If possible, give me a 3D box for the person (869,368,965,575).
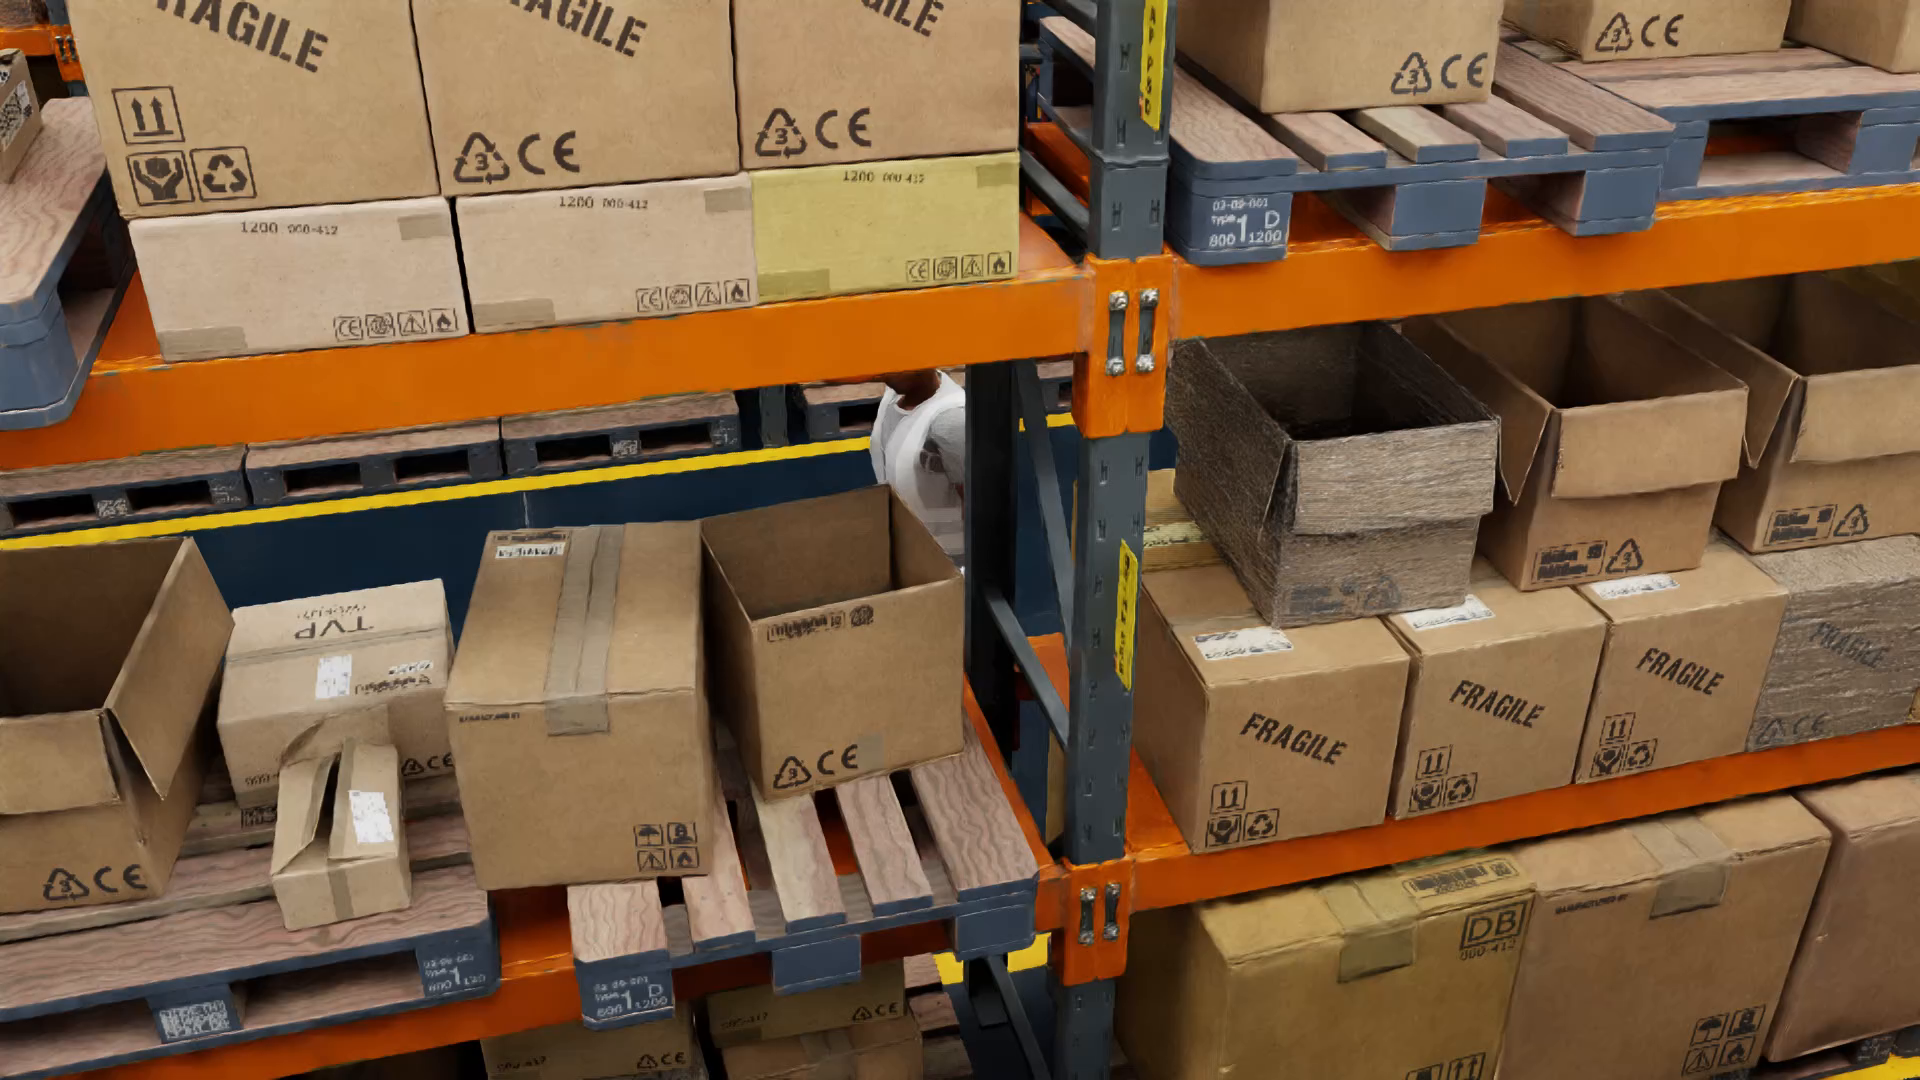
[{"bbox_3d":[-0.166,0.029,6.022,0.471,1.772,0.724,-14,33,-22],"label":"person"}]
